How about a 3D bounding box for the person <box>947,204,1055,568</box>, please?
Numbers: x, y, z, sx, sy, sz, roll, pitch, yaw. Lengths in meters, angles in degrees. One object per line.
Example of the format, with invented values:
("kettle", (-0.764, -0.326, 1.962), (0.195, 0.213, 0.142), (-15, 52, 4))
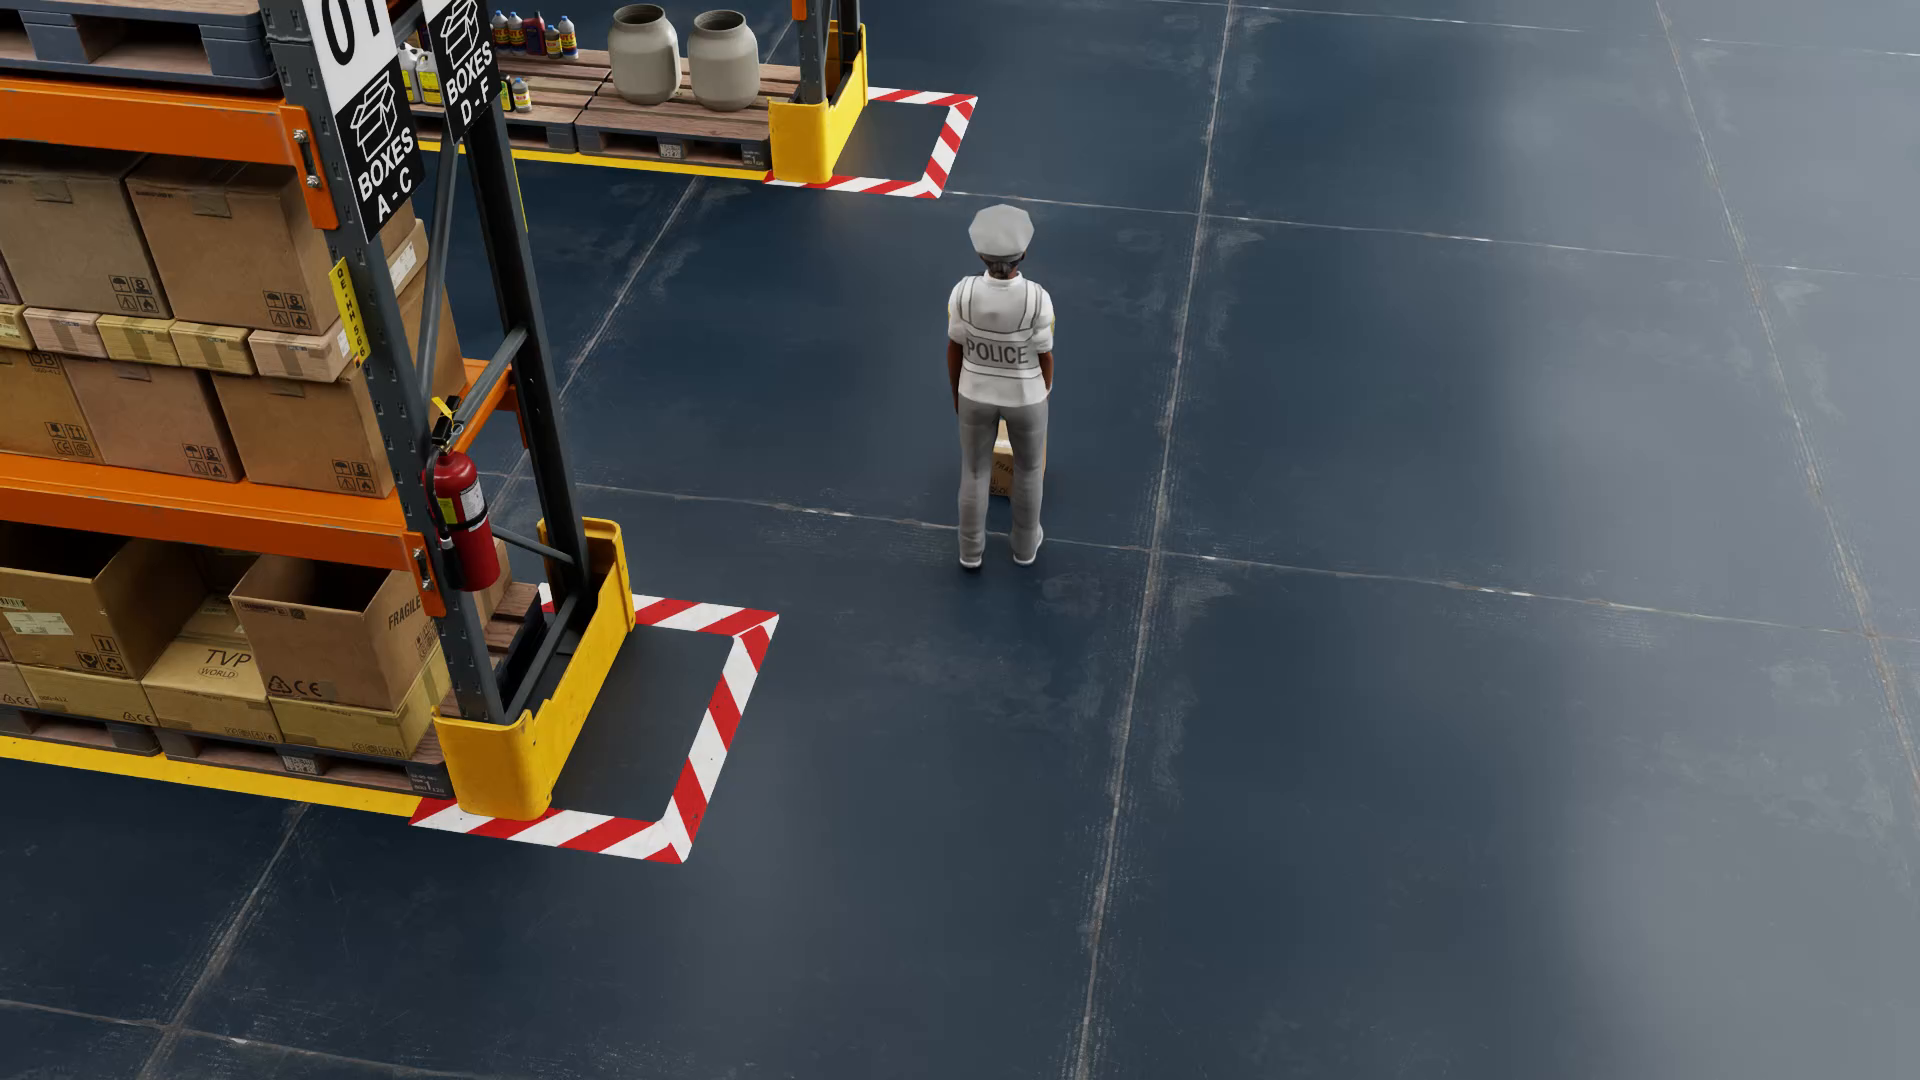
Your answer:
("person", (0.166, -0.588, 6.852), (0.436, 1.693, 0.362), (8, 41, 9))
